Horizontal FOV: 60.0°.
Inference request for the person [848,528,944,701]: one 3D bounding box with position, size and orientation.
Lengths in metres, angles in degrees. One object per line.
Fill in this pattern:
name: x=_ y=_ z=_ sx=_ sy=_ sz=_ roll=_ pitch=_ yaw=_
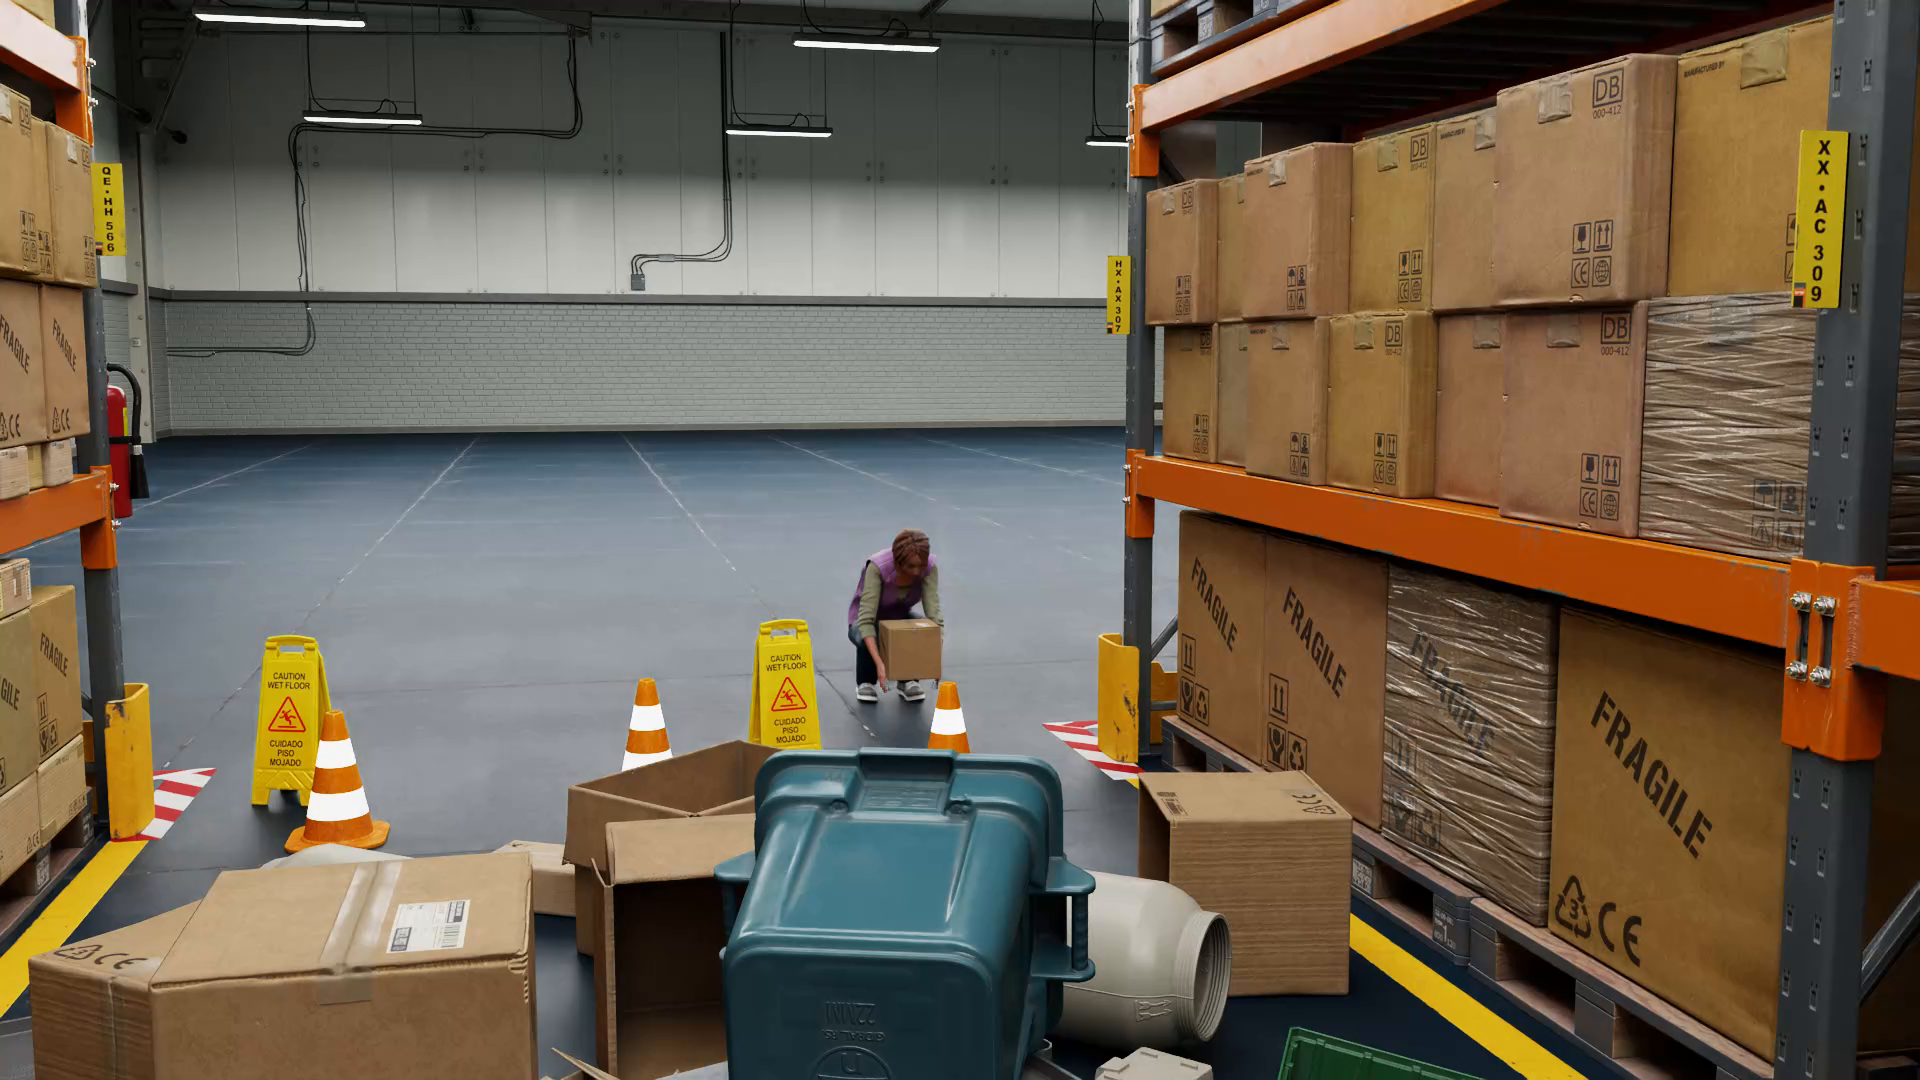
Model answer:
person: x=-0.328 y=0.371 z=8.247 sx=0.434 sy=0.899 sz=0.814 roll=-2 pitch=7 yaw=-14
